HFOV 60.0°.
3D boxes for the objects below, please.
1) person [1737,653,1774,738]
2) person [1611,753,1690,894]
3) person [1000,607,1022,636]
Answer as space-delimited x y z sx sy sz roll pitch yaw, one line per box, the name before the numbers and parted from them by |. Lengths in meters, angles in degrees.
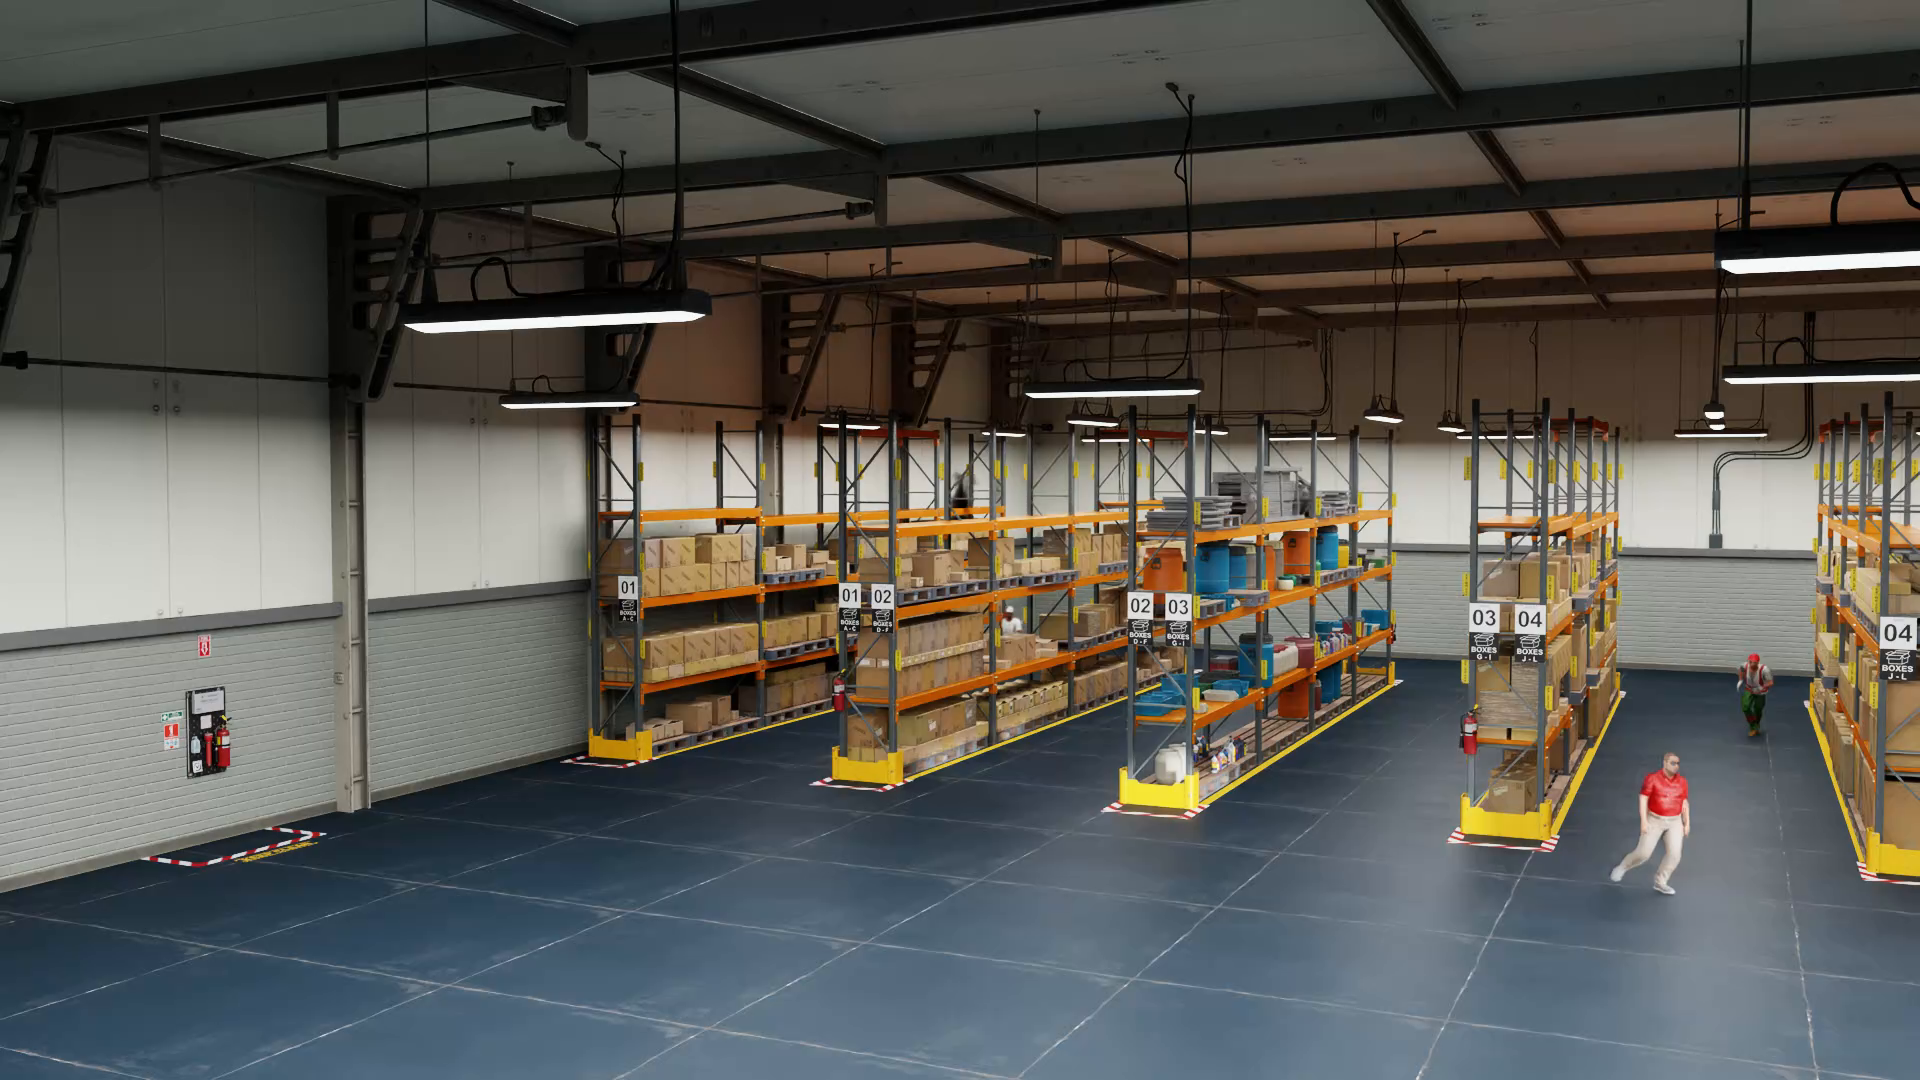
person | 15.128 2.908 31.595 0.678 1.600 1.133 2 3 35
person | 8.251 3.339 19.813 0.823 1.658 0.594 0 2 0
person | 1.238 2.470 40.415 0.730 1.728 0.670 2 3 34
